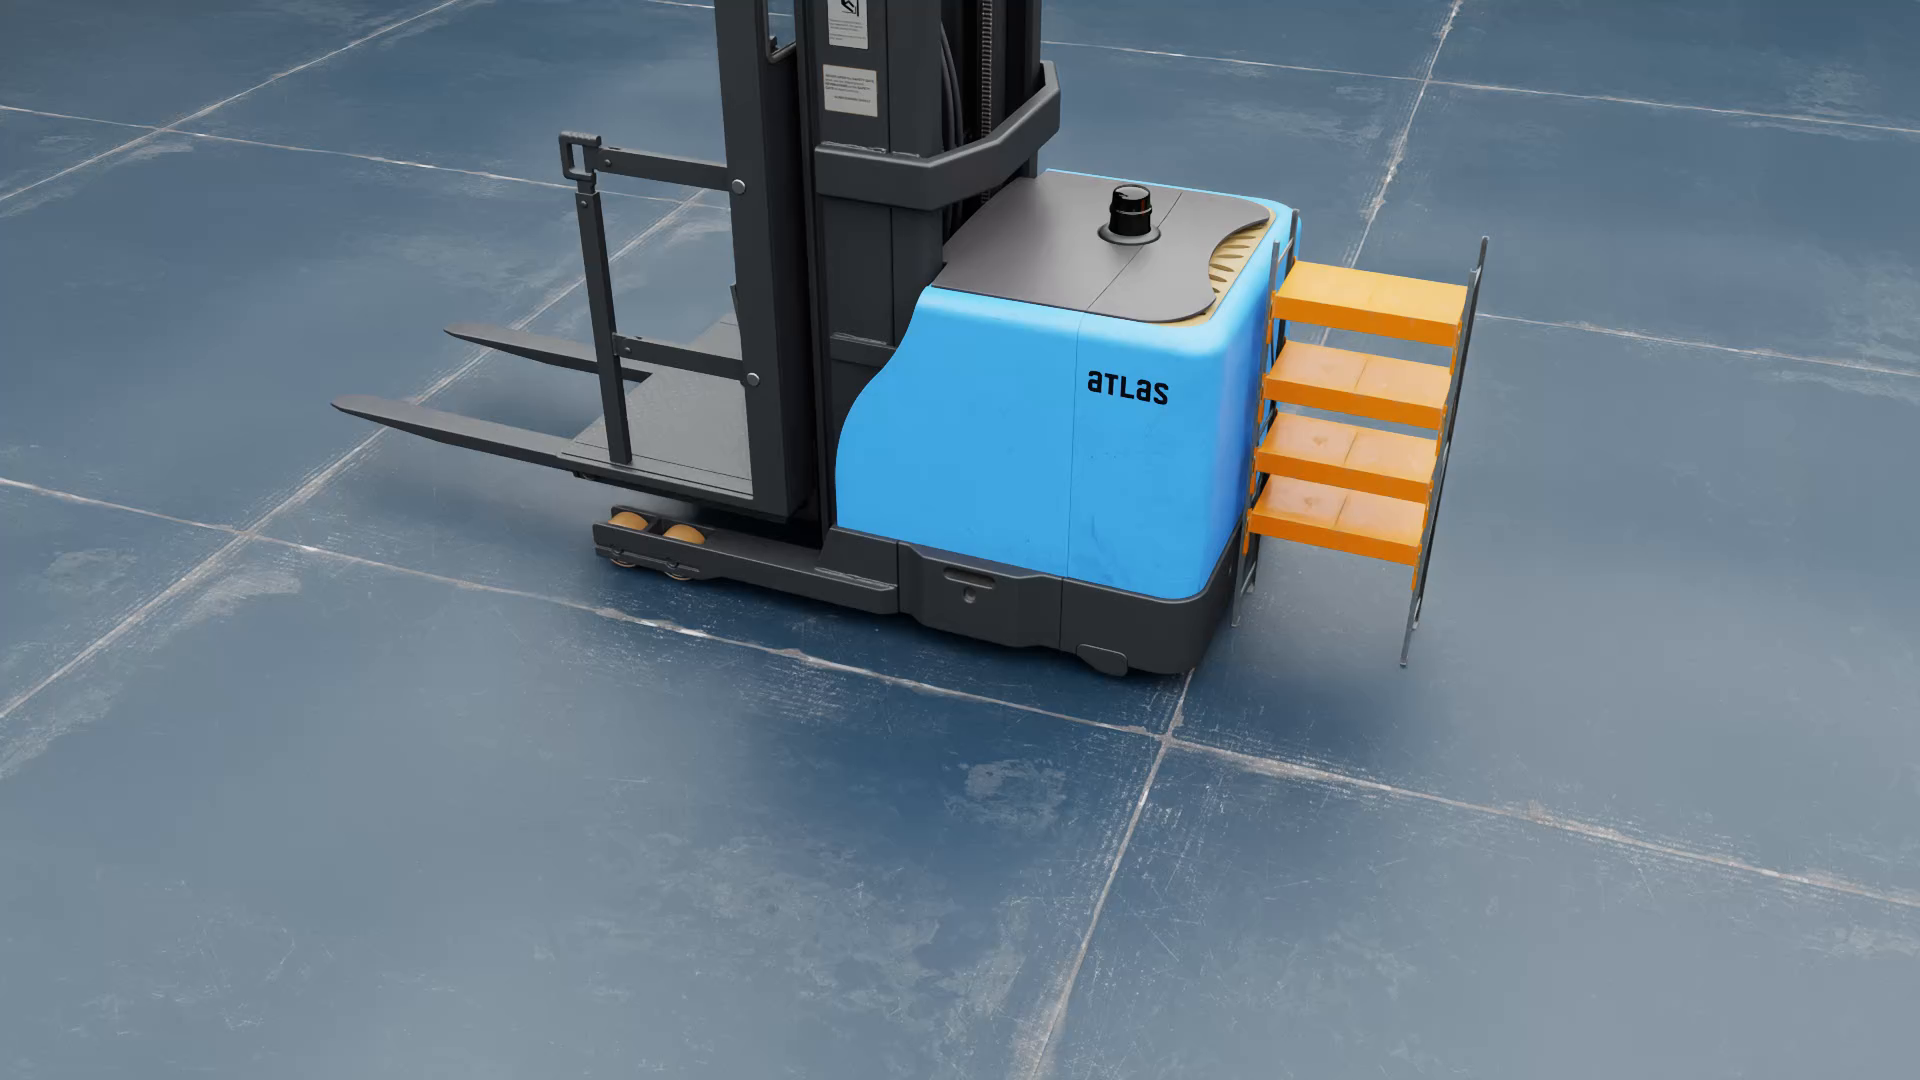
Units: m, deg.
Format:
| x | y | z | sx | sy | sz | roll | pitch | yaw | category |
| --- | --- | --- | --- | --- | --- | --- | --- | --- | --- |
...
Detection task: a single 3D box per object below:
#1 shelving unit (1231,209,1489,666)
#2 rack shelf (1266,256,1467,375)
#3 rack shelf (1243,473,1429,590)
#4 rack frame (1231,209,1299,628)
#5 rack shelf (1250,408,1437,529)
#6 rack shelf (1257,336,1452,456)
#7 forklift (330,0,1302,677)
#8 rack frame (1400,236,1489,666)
| x | y | z | sx | sy | sz | roll | pitch | yaw | category |
| --- | --- | --- | --- | --- | --- | --- | --- | --- | --- |
| 1.069 | -0.259 | 4.545 | 0.503 | 1.200 | 0.258 | 12 | 35 | 18 | shelving unit |
| 1.069 | -0.589 | 4.332 | 0.480 | 0.148 | 0.258 | 12 | 35 | 18 | rack shelf |
| 1.069 | -0.036 | 4.689 | 0.480 | 0.148 | 0.258 | 12 | 35 | 18 | rack shelf |
| 0.844 | -0.309 | 4.622 | 0.015 | 1.200 | 0.240 | 12 | 35 | 18 | rack frame |
| 1.069 | -0.203 | 4.582 | 0.480 | 0.148 | 0.258 | 12 | 35 | 18 | rack shelf |
| 1.069 | -0.390 | 4.460 | 0.480 | 0.148 | 0.258 | 12 | 35 | 18 | rack shelf |
| -0.576 | -1.359 | 4.652 | 3.031 | 2.935 | 1.130 | 12 | 35 | 18 | forklift |
| 1.295 | -0.209 | 4.468 | 0.015 | 1.200 | 0.240 | 12 | 35 | 18 | rack frame |
